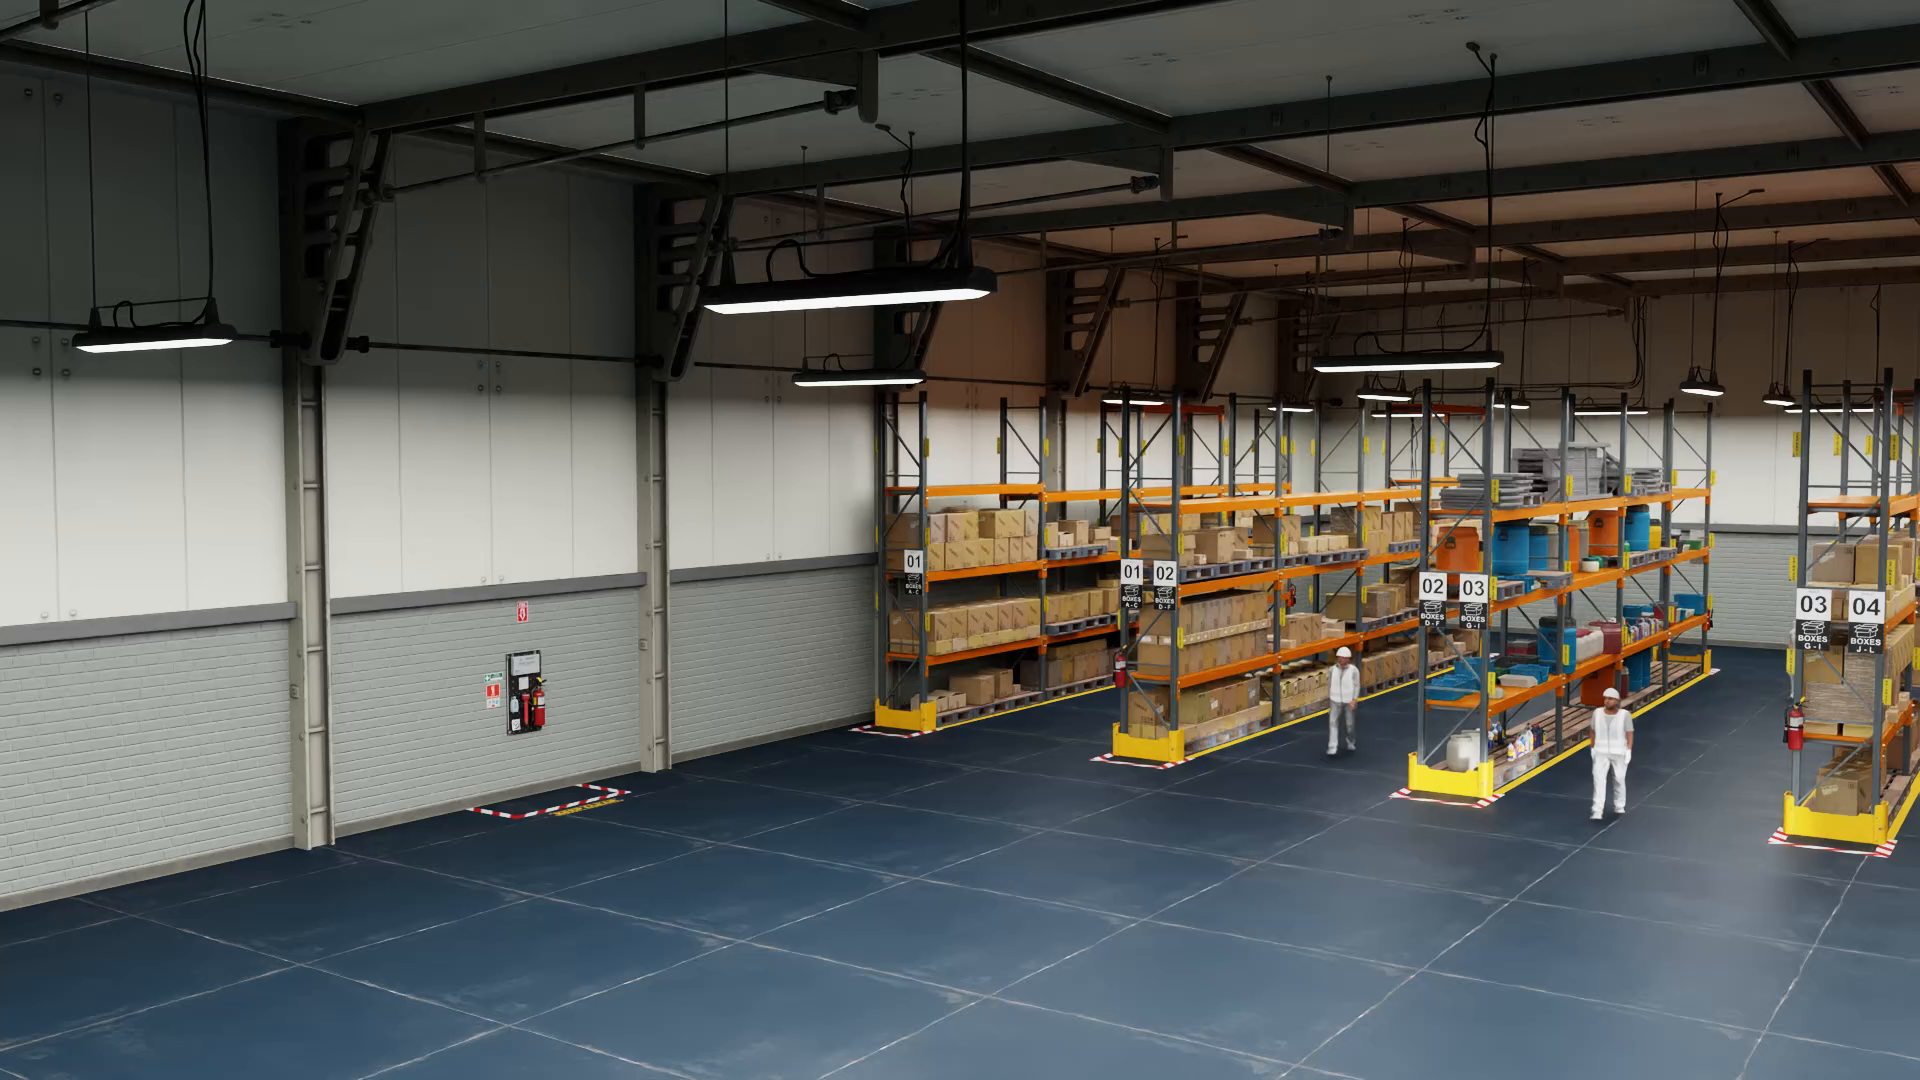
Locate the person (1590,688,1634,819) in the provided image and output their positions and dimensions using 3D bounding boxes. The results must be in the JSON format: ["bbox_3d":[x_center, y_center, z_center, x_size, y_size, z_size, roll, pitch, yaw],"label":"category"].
[{"bbox_3d":[8.750,2.869,22.371,0.580,1.736,1.014,2,4,30],"label":"person"}]

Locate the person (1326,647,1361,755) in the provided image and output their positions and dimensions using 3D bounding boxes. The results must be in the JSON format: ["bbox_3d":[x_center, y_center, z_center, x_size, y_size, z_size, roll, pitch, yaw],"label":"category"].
[{"bbox_3d":[6.244,2.614,27.113,0.559,1.722,1.001,1,3,25],"label":"person"}]

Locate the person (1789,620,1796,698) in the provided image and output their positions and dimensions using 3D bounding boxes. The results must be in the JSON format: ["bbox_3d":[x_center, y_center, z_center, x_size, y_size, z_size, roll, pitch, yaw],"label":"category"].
[{"bbox_3d":[16.811,2.338,33.269,0.424,1.604,1.084,1,3,24],"label":"person"}]

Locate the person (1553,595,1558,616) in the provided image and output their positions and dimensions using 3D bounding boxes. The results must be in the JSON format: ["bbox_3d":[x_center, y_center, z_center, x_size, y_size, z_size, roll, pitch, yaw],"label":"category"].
[{"bbox_3d":[15.118,1.856,41.660,0.672,1.635,0.451,0,3,-5],"label":"person"}]
